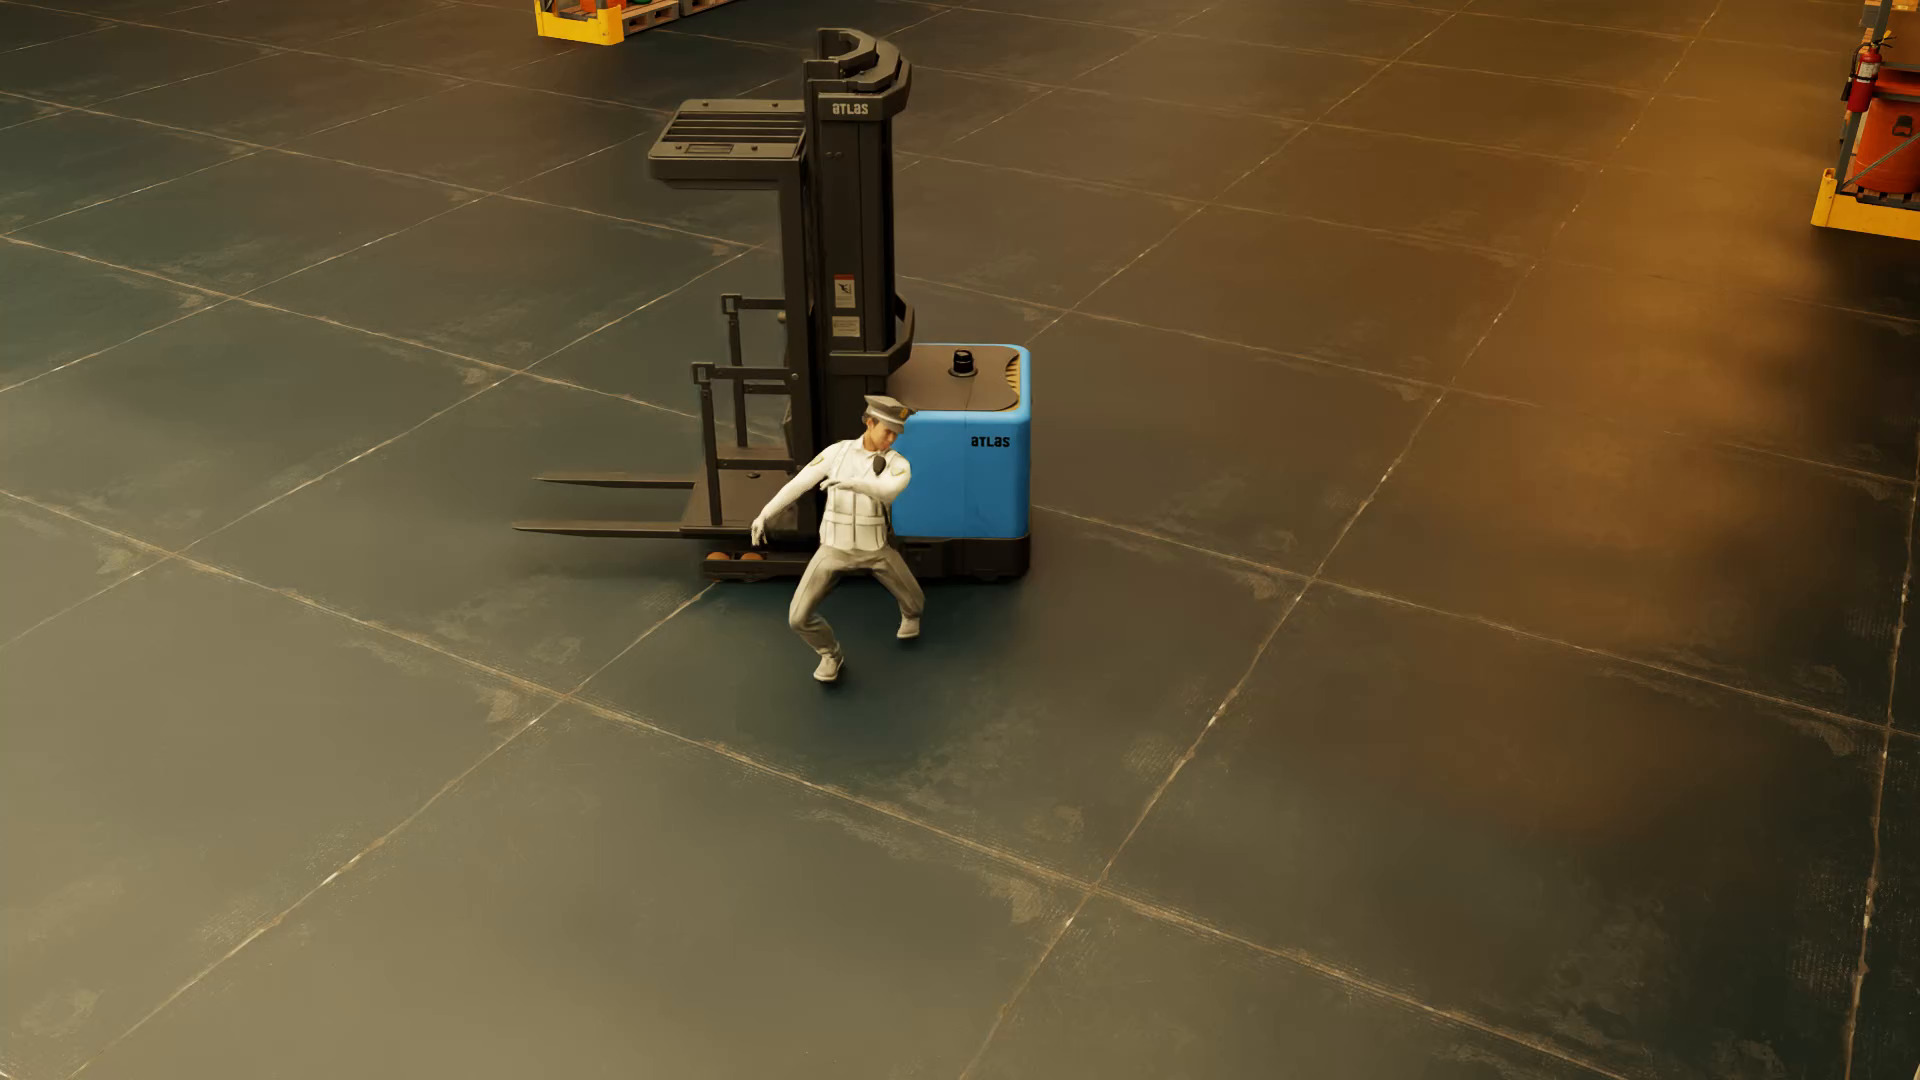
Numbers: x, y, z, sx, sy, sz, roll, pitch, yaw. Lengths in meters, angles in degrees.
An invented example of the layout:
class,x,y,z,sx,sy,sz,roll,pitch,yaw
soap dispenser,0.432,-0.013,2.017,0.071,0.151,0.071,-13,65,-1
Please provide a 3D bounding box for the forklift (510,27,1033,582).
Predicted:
class,x,y,z,sx,sy,sz,roll,pitch,yaw
forklift,-1.097,-1.289,9.304,3.031,2.935,1.130,1,30,2

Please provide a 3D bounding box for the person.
class,x,y,z,sx,sy,sz,roll,pitch,yaw
person,-0.613,0.010,8.446,0.871,1.463,0.778,-1,30,-2
